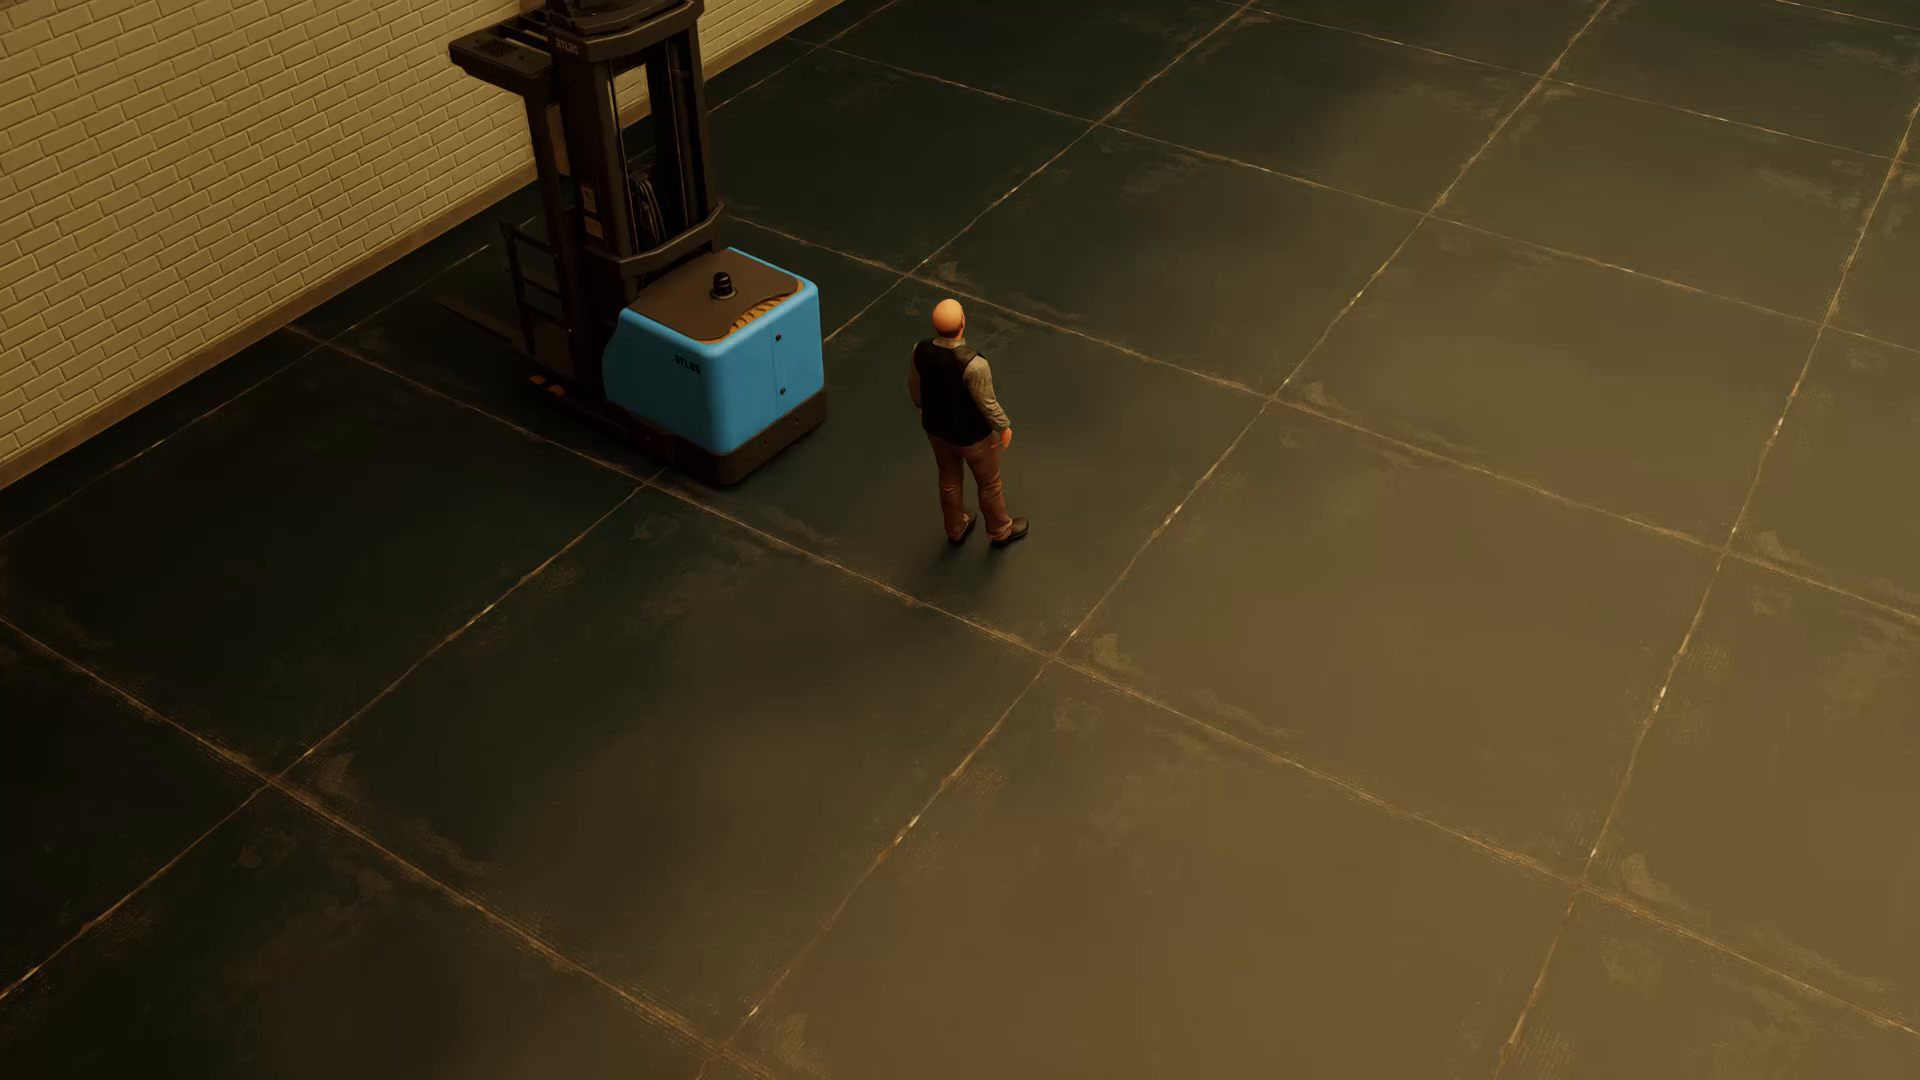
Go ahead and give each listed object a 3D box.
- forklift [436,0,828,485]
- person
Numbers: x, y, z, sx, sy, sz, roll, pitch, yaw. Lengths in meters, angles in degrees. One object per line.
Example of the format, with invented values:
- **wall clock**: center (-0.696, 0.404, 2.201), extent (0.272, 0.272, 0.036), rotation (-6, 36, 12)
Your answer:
- **forklift**: center (-2.358, -2.249, 10.620), extent (3.031, 2.935, 1.130), rotation (26, 47, 28)
- **person**: center (0.040, -0.694, 9.710), extent (0.633, 1.721, 0.568), rotation (22, 45, 24)
